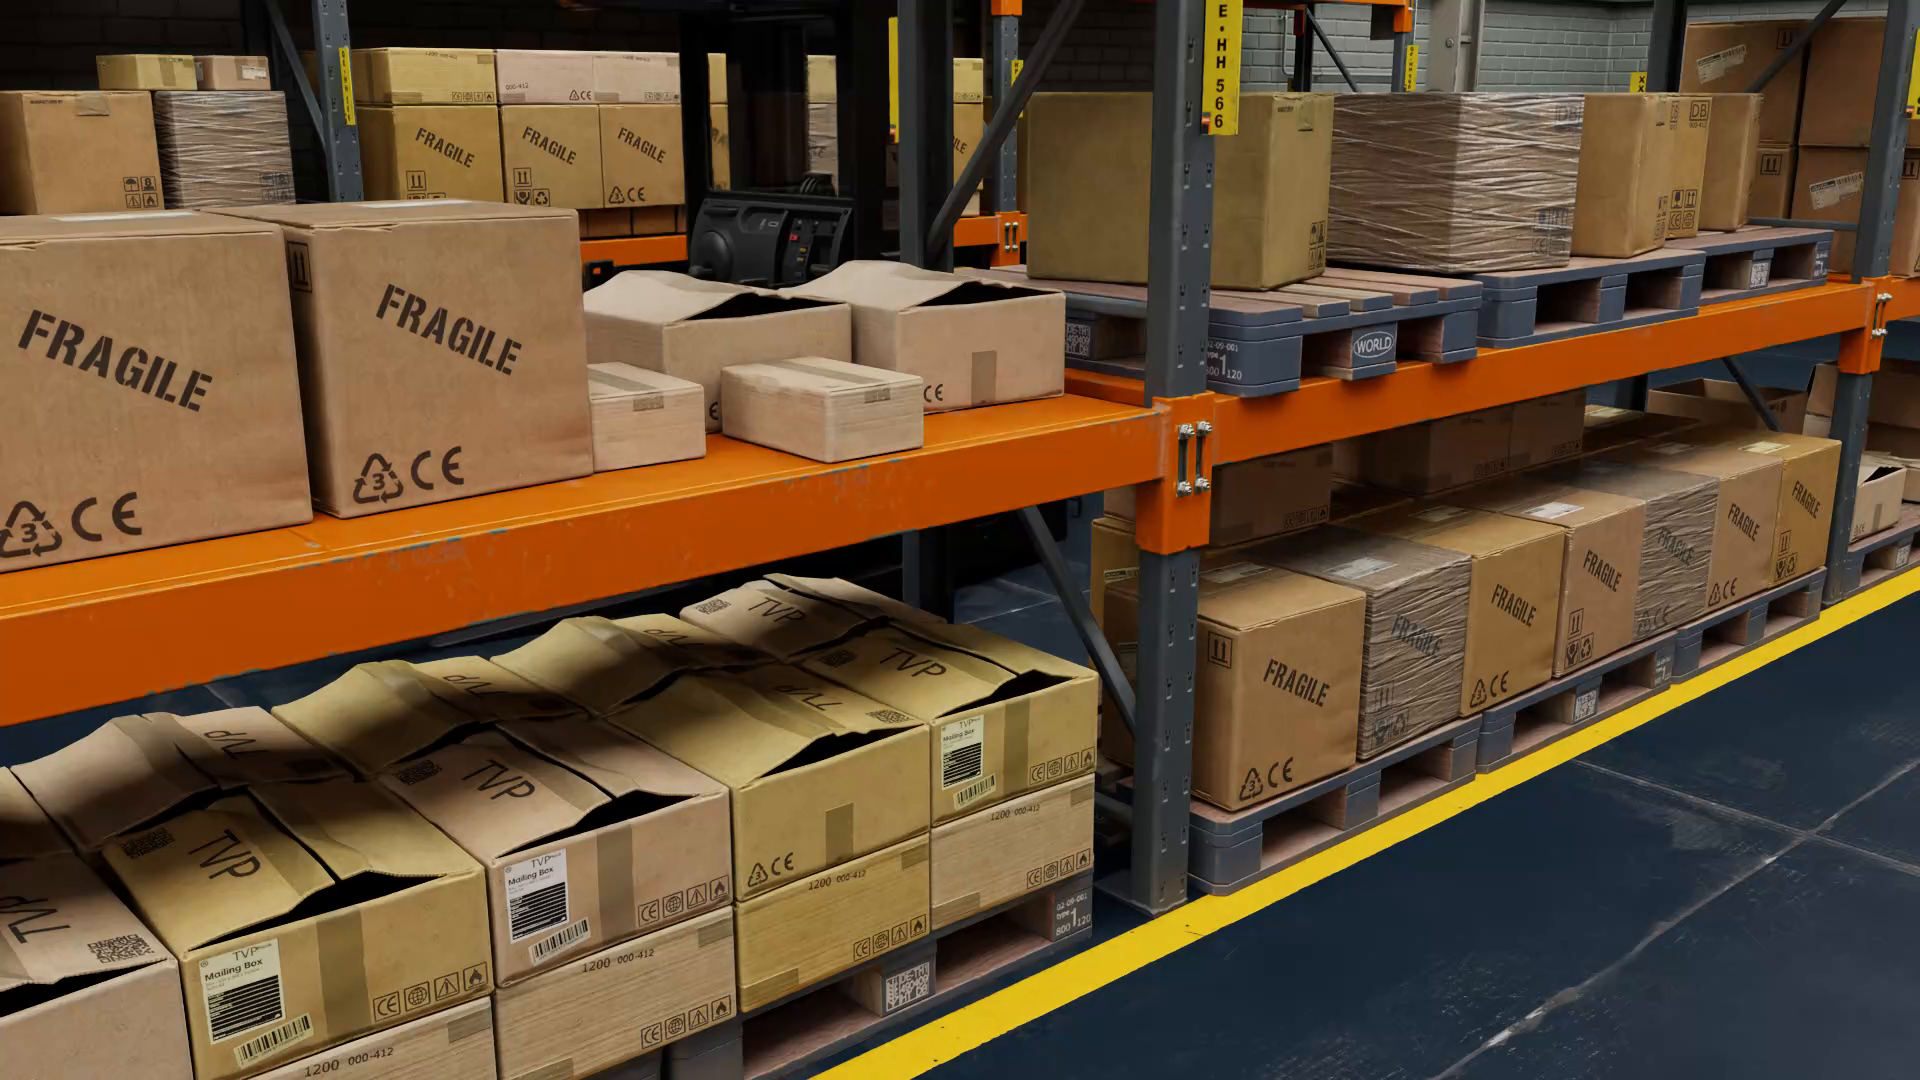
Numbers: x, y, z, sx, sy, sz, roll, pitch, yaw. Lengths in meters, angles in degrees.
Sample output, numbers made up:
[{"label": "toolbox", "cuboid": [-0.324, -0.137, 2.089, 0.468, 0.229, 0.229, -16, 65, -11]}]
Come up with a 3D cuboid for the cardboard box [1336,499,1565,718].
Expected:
[{"label": "cardboard box", "cuboid": [1.512, 0.196, 5.194, 0.500, 0.500, 0.500, -13, 20, -40]}]

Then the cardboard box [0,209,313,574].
[{"label": "cardboard box", "cuboid": [-1.444, -0.275, 2.774, 0.500, 0.500, 0.500, -13, 19, -39]}]

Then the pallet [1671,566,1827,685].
[{"label": "pallet", "cuboid": [2.637, 0.211, 6.550, 1.213, 0.211, 1.003, -13, 19, -39]}]

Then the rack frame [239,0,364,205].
[{"label": "rack frame", "cuboid": [-3.047, -1.567, 7.805, 0.127, 3.000, 1.000, -13, 19, -39]}]

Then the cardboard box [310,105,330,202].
[{"label": "cardboard box", "cuboid": [-2.864, -1.900, 8.243, 0.500, 0.500, 0.500, -12, 19, -39]}]

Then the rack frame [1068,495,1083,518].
[{"label": "rack frame", "cuboid": [0.512, -0.713, 8.093, 0.240, 1.200, 0.015, 14, 21, 43]}]

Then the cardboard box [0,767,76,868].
[{"label": "cardboard box", "cuboid": [-1.926, 0.631, 3.004, 0.500, 0.311, 0.500, -13, 20, -40]}]

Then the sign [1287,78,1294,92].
[{"label": "sign", "cuboid": [2.628, -3.488, 13.165, 0.005, 0.325, 0.100, -13, 19, -39]}]

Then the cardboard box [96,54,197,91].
[{"label": "cardboard box", "cuboid": [-3.520, -2.020, 7.196, 0.380, 0.149, 0.250, 12, 19, 38]}]

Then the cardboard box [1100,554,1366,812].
[{"label": "cardboard box", "cuboid": [0.739, 0.370, 4.543, 0.500, 0.500, 0.500, -12, 19, -37]}]

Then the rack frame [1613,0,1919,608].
[{"label": "rack frame", "cuboid": [3.225, -1.281, 6.734, 0.127, 3.000, 1.000, -13, 19, -39]}]

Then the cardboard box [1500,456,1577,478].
[{"label": "cardboard box", "cuboid": [1.923, -0.076, 6.213, 0.500, 0.500, 0.500, -12, 19, -39]}]

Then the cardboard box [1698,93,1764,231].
[{"label": "cardboard box", "cuboid": [2.721, -1.496, 6.529, 0.700, 0.500, 0.500, 8, 17, 28]}]

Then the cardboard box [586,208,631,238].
[{"label": "cardboard box", "cuboid": [-1.896, -1.648, 8.556, 0.250, 0.149, 0.380, -12, 19, -38]}]

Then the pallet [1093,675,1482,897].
[{"label": "pallet", "cuboid": [0.796, 0.625, 5.003, 1.213, 0.211, 1.003, -13, 19, -39]}]

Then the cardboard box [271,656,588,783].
[{"label": "cardboard box", "cuboid": [-1.157, 0.459, 3.646, 0.500, 0.311, 0.500, -13, 20, -41]}]

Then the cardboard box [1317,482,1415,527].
[{"label": "cardboard box", "cuboid": [1.150, 0.100, 5.555, 0.500, 0.500, 0.500, -14, 20, -41]}]

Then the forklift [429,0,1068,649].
[{"label": "forklift", "cuboid": [-0.911, -1.180, 6.488, 1.130, 2.935, 3.031, 14, 21, 43]}]

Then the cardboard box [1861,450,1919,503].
[{"label": "cardboard box", "cuboid": [4.330, -0.302, 7.707, 0.250, 0.166, 0.380, -13, 19, -39]}]

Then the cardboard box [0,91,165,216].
[{"label": "cardboard box", "cuboid": [-3.799, -1.647, 7.056, 0.700, 0.500, 0.500, 14, 20, 42]}]

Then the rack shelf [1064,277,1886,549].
[{"label": "rack shelf", "cuboid": [1.717, -0.595, 5.558, 4.000, 0.370, 1.077, -13, 19, -39]}]

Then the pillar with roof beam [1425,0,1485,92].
[{"label": "pillar with roof beam", "cuboid": [7.283, -5.609, 11.310, 0.400, 9.000, 9.100, -13, 19, -39]}]

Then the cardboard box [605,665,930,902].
[{"label": "cardboard box", "cuboid": [-0.413, 0.477, 3.579, 0.500, 0.311, 0.500, -13, 20, -40]}]

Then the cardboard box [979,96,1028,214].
[{"label": "cardboard box", "cuboid": [0.391, -2.479, 10.635, 0.700, 0.700, 0.980, -12, 19, -39]}]

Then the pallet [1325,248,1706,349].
[{"label": "pallet", "cuboid": [1.672, -0.841, 5.459, 1.213, 0.211, 1.003, -13, 19, -39]}]

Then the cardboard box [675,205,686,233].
[{"label": "cardboard box", "cuboid": [-1.496, -1.728, 8.856, 0.250, 0.149, 0.380, -13, 19, -39]}]

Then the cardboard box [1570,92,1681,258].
[{"label": "cardboard box", "cuboid": [1.933, -1.221, 5.501, 0.700, 0.500, 0.500, 10, 18, 33]}]

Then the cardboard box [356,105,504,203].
[{"label": "cardboard box", "cuboid": [-2.512, -1.801, 7.873, 0.500, 0.500, 0.500, -12, 19, -38]}]

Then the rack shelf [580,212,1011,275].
[{"label": "rack shelf", "cuboid": [-1.538, -1.559, 9.166, 4.000, 0.370, 1.077, -13, 19, -39]}]

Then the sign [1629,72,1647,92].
[{"label": "sign", "cuboid": [2.863, -1.804, 7.013, 0.005, 0.325, 0.100, -13, 19, -39]}]

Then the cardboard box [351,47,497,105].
[{"label": "cardboard box", "cuboid": [-2.513, -2.163, 7.773, 0.500, 0.250, 0.500, -12, 19, -38]}]

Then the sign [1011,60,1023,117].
[{"label": "sign", "cuboid": [0.334, -2.662, 9.813, 0.005, 0.325, 0.100, -13, 19, -39]}]

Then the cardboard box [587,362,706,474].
[{"label": "cardboard box", "cuboid": [-0.717, -0.255, 3.380, 0.250, 0.149, 0.380, -11, 18, -35]}]

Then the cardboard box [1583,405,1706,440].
[{"label": "cardboard box", "cuboid": [2.700, -0.252, 6.870, 0.500, 0.500, 0.500, -14, 20, -42]}]

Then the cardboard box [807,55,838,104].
[{"label": "cardboard box", "cuboid": [-0.991, -2.509, 9.068, 0.500, 0.250, 0.500, -12, 19, -38]}]

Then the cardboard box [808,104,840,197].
[{"label": "cardboard box", "cuboid": [-0.975, -2.148, 9.168, 0.500, 0.500, 0.500, -13, 19, -39]}]

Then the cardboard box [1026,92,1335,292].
[{"label": "cardboard box", "cuboid": [0.609, -0.983, 4.611, 0.700, 0.500, 0.500, 8, 17, 28]}]

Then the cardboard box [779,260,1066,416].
[{"label": "cardboard box", "cuboid": [-0.095, -0.507, 4.010, 0.500, 0.311, 0.500, -11, 19, -36]}]

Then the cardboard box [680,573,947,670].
[{"label": "cardboard box", "cuboid": [-0.380, 0.283, 4.307, 0.500, 0.311, 0.500, -12, 19, -38]}]

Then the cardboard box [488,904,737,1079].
[{"label": "cardboard box", "cuboid": [-0.797, 0.831, 3.340, 0.500, 0.250, 0.500, -12, 19, -38]}]

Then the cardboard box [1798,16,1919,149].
[{"label": "cardboard box", "cuboid": [3.765, -1.838, 6.686, 0.500, 0.500, 0.500, -12, 19, -38]}]

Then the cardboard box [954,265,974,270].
[{"label": "cardboard box", "cuboid": [-0.434, -1.274, 10.058, 0.750, 0.750, 0.750, -12, 19, -39]}]

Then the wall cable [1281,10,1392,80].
[{"label": "wall cable", "cuboid": [3.333, -3.814, 14.249, 1.851, 1.984, 0.084, -13, 19, -39]}]

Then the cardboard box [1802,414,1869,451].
[{"label": "cardboard box", "cuboid": [4.035, -0.473, 8.068, 0.500, 0.311, 0.500, -13, 19, -39]}]

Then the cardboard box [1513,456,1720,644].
[{"label": "cardboard box", "cuboid": [2.284, 0.020, 5.853, 0.500, 0.500, 0.500, -12, 19, -39]}]

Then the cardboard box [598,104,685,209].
[{"label": "cardboard box", "cuboid": [-1.736, -1.972, 8.512, 0.500, 0.500, 0.500, -13, 20, -40]}]

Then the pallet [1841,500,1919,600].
[{"label": "pallet", "cuboid": [3.744, -0.050, 7.529, 1.213, 0.211, 1.003, -13, 19, -39]}]

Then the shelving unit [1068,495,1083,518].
[{"label": "shelving unit", "cuboid": [0.340, -0.668, 7.926, 0.258, 1.200, 0.503, 14, 21, 43]}]

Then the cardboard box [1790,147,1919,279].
[{"label": "cardboard box", "cuboid": [3.789, -1.363, 6.846, 0.500, 0.500, 0.500, -12, 19, -38]}]

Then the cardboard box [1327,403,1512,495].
[{"label": "cardboard box", "cuboid": [1.568, -0.359, 5.821, 0.500, 0.250, 0.500, -13, 20, -40]}]

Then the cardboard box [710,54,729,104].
[{"label": "cardboard box", "cuboid": [-1.375, -2.422, 8.744, 0.500, 0.250, 0.500, -13, 20, -40]}]

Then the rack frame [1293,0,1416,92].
[{"label": "rack frame", "cuboid": [2.988, -2.923, 12.879, 0.127, 3.000, 1.000, -13, 19, -39]}]

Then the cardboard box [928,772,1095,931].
[{"label": "cardboard box", "cuboid": [-0.029, 0.659, 3.986, 0.500, 0.250, 0.500, -12, 19, -38]}]

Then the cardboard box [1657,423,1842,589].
[{"label": "cardboard box", "cuboid": [3.041, -0.147, 6.478, 0.500, 0.500, 0.500, -13, 20, -40]}]

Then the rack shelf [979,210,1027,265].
[{"label": "rack shelf", "cuboid": [1.479, -2.236, 11.703, 4.000, 0.370, 1.077, -13, 19, -39]}]

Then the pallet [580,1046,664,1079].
[{"label": "pallet", "cuboid": [-1.359, 1.081, 3.294, 1.213, 0.211, 1.003, -13, 19, -39]}]

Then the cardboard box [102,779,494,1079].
[{"label": "cardboard box", "cuboid": [-1.176, 0.646, 2.945, 0.500, 0.311, 0.500, -12, 19, -38]}]

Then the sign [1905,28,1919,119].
[{"label": "sign", "cuboid": [3.592, -1.733, 6.182, 0.005, 0.325, 0.100, -13, 19, -39]}]
